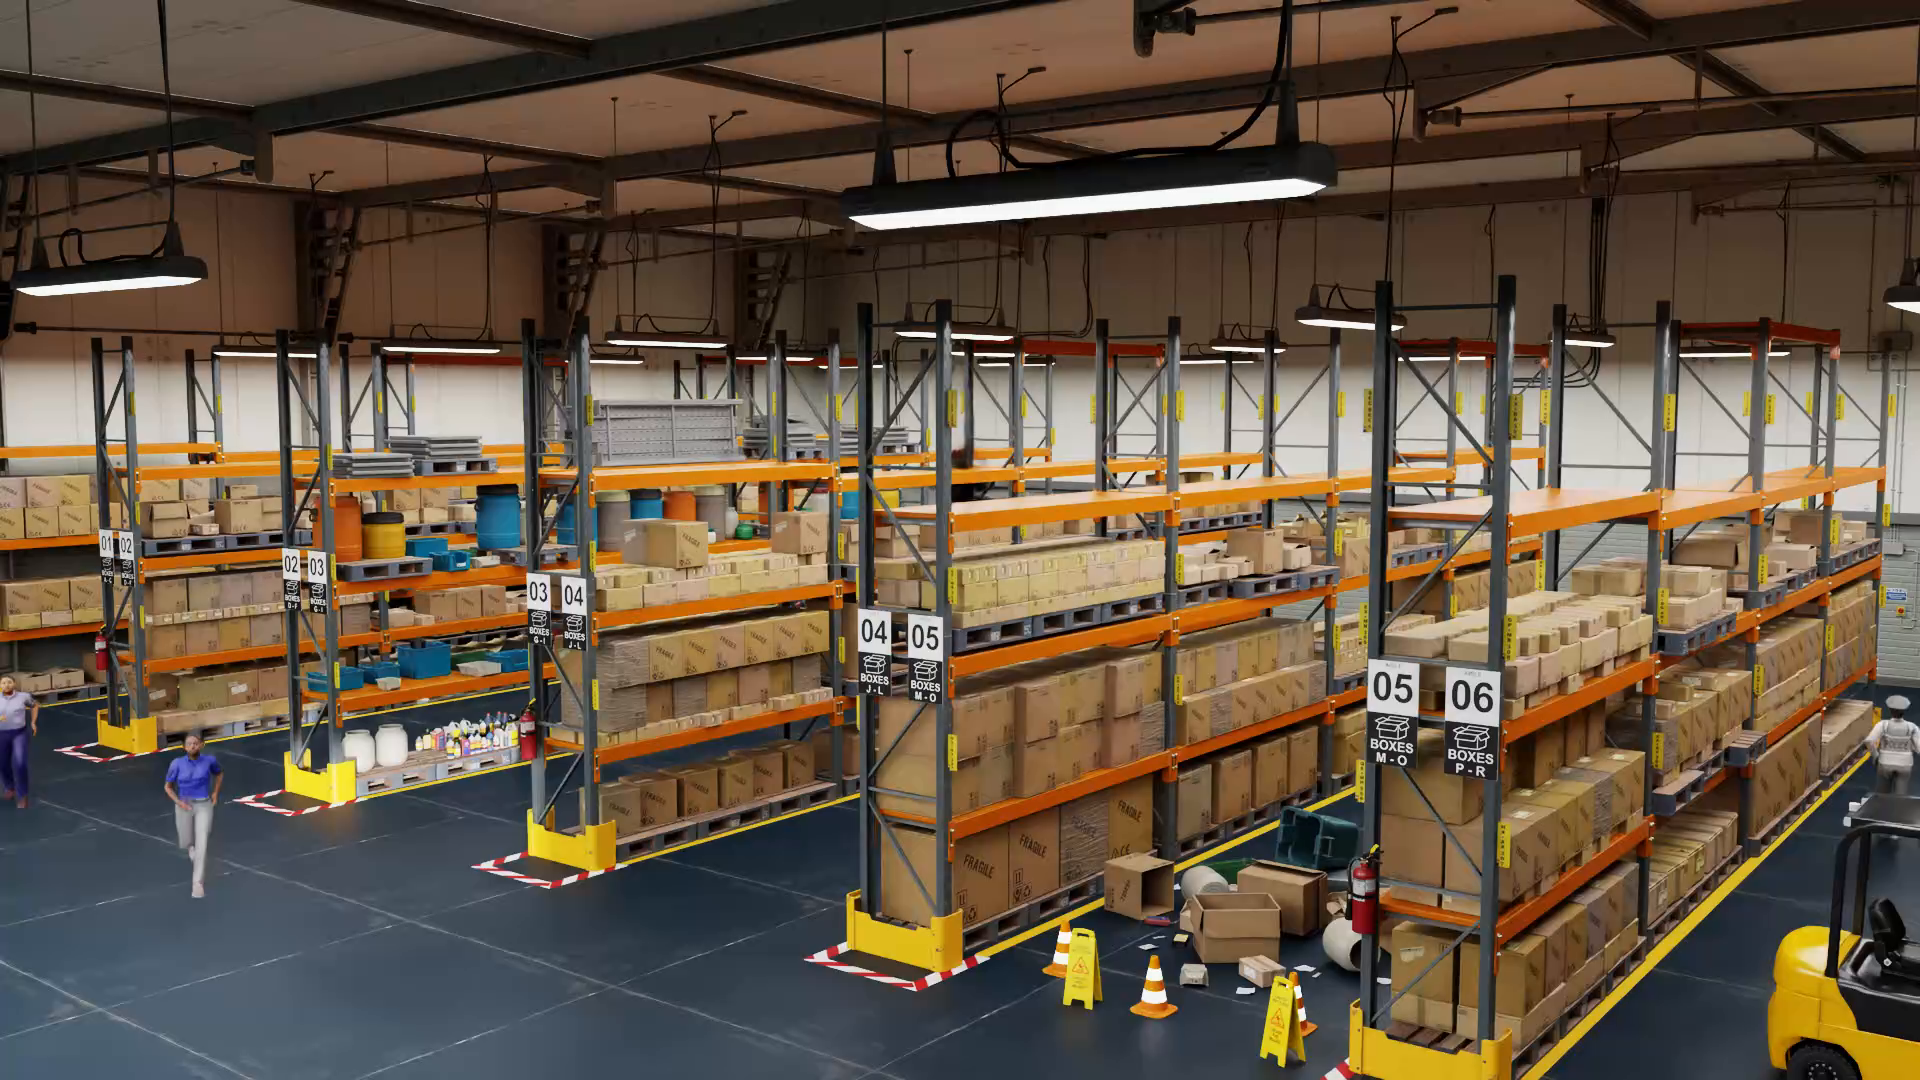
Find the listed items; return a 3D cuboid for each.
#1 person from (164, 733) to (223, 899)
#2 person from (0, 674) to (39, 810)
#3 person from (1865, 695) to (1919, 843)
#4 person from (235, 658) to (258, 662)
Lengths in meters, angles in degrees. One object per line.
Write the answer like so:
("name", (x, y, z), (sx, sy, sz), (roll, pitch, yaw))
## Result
("person", (-8.067, 2.850, 17.521), (0.547, 1.653, 1.054), (-2, 5, -18))
("person", (-11.942, 2.531, 20.942), (0.576, 1.712, 0.750), (-2, 5, -22))
("person", (10.732, 2.650, 19.110), (0.596, 1.740, 0.720), (3, 6, 32))
("person", (-11.788, 1.896, 27.532), (0.664, 1.789, 0.938), (2, 6, 25))
